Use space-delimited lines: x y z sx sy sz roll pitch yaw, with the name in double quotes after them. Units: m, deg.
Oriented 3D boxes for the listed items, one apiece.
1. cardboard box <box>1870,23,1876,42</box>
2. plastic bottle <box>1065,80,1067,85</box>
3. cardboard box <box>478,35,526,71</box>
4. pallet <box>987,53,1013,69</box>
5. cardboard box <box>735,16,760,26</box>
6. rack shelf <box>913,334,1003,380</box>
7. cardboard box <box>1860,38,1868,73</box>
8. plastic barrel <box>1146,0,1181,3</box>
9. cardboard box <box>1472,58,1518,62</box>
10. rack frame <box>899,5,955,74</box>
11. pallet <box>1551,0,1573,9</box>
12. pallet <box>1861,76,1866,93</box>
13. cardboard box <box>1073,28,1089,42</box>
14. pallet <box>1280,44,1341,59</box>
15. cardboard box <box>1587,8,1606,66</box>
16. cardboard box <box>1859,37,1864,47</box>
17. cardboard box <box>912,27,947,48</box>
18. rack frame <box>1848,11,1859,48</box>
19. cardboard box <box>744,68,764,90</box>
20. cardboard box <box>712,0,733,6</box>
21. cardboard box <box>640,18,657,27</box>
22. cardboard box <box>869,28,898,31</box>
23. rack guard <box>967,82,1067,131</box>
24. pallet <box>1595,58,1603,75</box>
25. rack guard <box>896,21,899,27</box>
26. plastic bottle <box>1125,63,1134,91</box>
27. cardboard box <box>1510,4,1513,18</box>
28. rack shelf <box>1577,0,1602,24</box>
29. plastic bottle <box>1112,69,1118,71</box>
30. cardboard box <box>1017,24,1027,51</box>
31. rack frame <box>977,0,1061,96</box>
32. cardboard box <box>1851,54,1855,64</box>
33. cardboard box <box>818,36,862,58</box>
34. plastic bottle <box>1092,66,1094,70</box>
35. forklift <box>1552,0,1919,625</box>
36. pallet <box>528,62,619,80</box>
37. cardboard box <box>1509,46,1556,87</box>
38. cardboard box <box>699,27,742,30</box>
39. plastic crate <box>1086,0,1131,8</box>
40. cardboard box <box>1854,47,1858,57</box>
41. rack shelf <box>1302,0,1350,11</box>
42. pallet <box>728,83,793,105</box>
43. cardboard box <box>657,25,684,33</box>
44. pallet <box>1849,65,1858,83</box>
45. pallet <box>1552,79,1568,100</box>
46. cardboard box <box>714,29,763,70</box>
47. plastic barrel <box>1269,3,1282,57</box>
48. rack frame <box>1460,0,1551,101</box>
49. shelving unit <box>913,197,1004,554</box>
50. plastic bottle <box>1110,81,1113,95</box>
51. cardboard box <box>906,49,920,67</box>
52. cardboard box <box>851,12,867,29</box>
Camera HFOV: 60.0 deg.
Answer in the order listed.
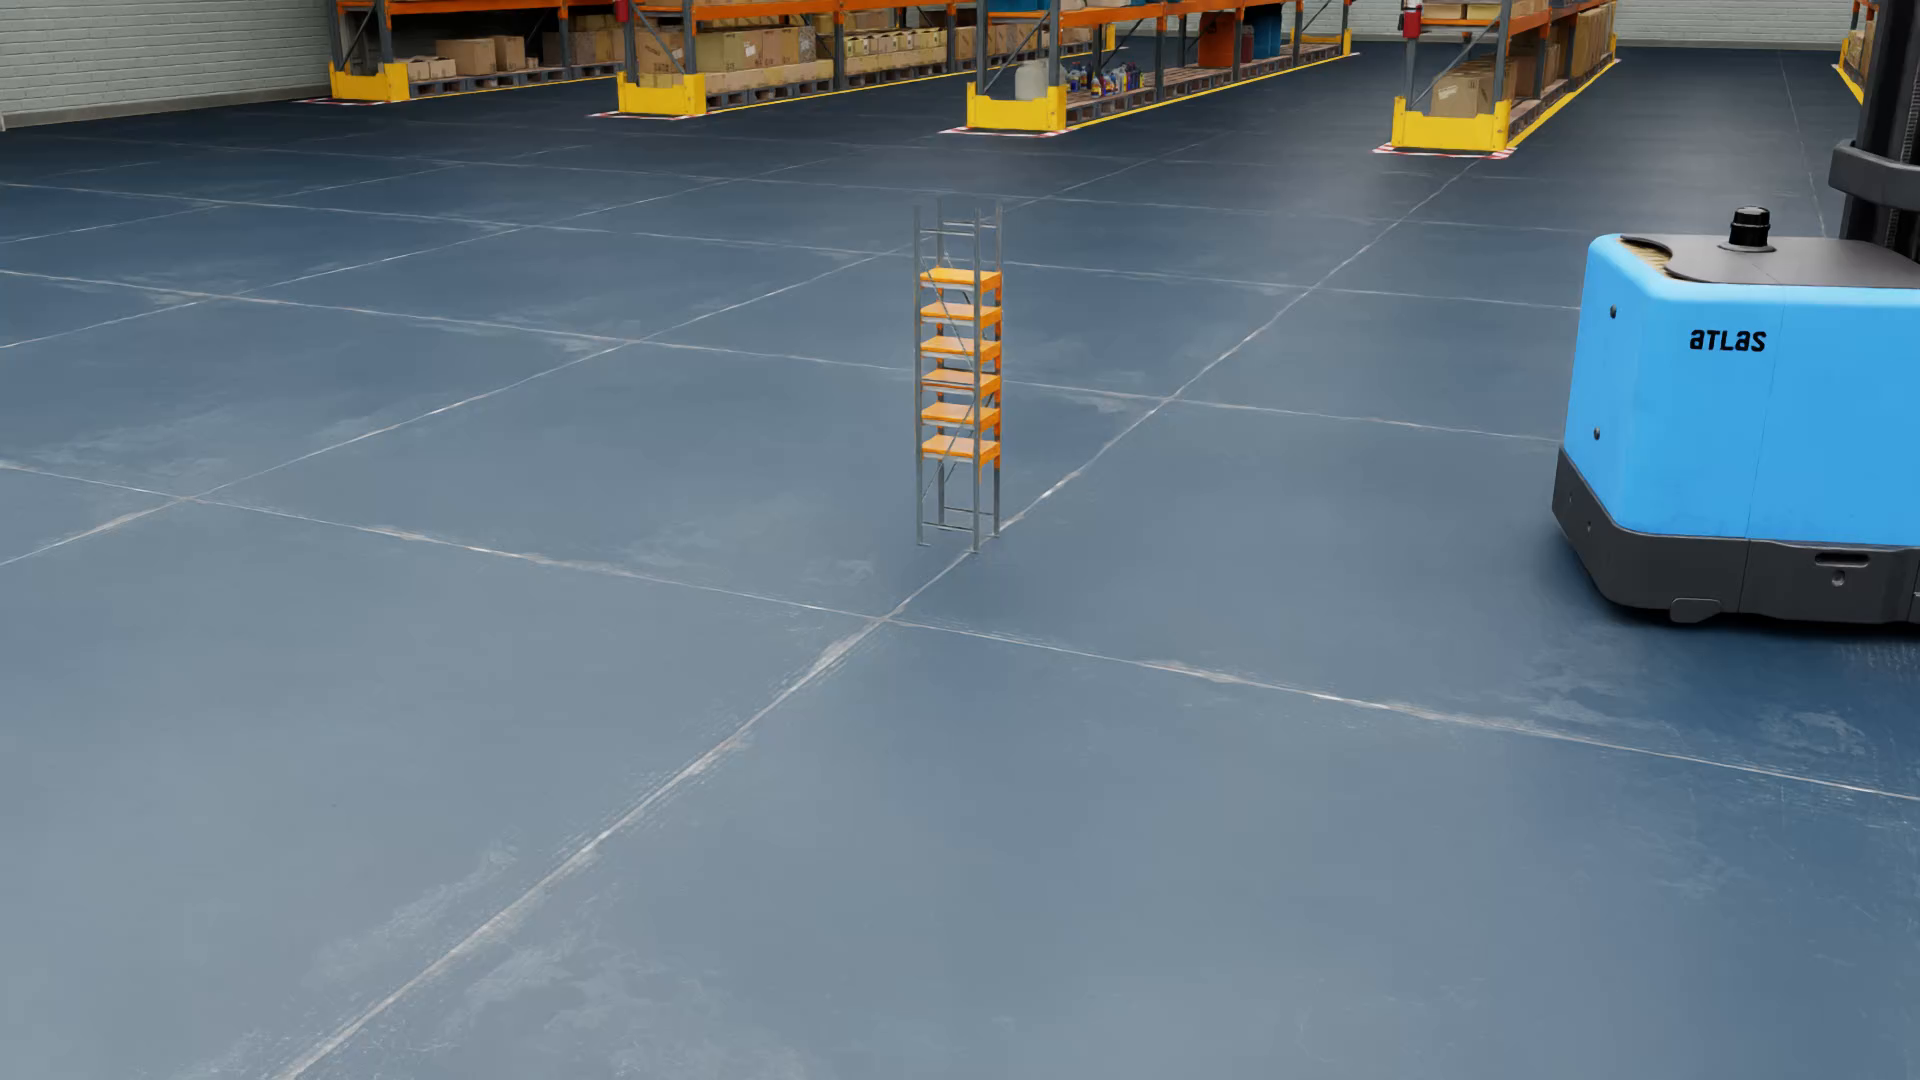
13.620 -7.419 24.339 0.500 0.250 0.500 9 22 25 "cardboard box"
1.335 -5.891 21.577 0.097 0.201 0.097 0 20 0 "plastic bottle"
-7.113 -7.565 25.839 0.500 0.500 0.500 7 21 19 "cardboard box"
0.276 -8.684 30.071 1.003 0.211 1.213 9 21 23 "pallet"
-4.301 -9.740 31.462 0.750 0.750 0.750 8 21 22 "cardboard box"
-0.006 -0.632 5.730 0.258 0.103 0.180 9 21 23 "rack shelf"
14.048 -7.384 25.360 0.500 0.500 0.500 9 22 25 "cardboard box"
2.749 -7.812 22.710 0.600 0.901 0.708 9 21 23 "plastic barrel"
6.632 -5.723 20.688 0.500 0.500 0.500 8 21 21 "cardboard box"
-0.565 -9.403 27.932 1.000 3.000 0.127 9 21 23 "rack frame"
7.278 -6.943 21.301 1.003 0.211 1.213 9 21 23 "pallet"
13.777 -6.627 24.289 1.003 0.211 1.213 9 21 23 "pallet"
2.296 -10.274 33.828 0.500 0.250 0.500 9 21 23 "cardboard box"
6.855 -9.607 32.667 1.003 0.211 1.213 9 21 23 "pallet"
9.865 -8.264 27.273 1.225 0.875 0.875 9 21 23 "cardboard box"
14.664 -7.994 26.710 0.380 0.149 0.250 8 21 22 "cardboard box"
-0.555 -8.376 27.683 0.500 0.311 0.500 9 22 24 "cardboard box"
16.230 -9.777 28.983 1.000 3.000 0.127 9 21 23 "rack frame"
-3.012 -6.299 22.682 0.500 0.250 0.500 9 21 23 "cardboard box"
-3.428 -7.307 21.888 0.700 0.500 0.500 9 22 24 "cardboard box"
-5.624 -9.071 28.955 0.500 0.250 0.500 9 21 24 "cardboard box"
-1.255 -8.288 27.437 0.500 0.311 0.500 8 21 21 "cardboard box"
0.664 -5.128 19.643 1.175 0.500 0.348 9 21 23 "rack guard"
10.491 -8.173 28.636 1.003 0.211 1.213 9 21 23 "pallet"
-1.800 -11.357 37.156 1.175 0.500 0.348 9 21 23 "rack guard"
2.235 -6.163 22.120 0.144 0.351 0.185 7 21 20 "plastic bottle"
5.649 -5.607 17.633 0.380 0.149 0.250 9 21 23 "cardboard box"
9.290 -8.315 25.946 1.077 0.370 4.000 9 21 23 "rack shelf"
2.089 -6.141 22.168 0.152 0.276 0.135 9 21 23 "plastic bottle"
0.922 -9.315 30.759 0.500 0.500 0.500 9 21 23 "cardboard box"
0.676 -6.277 19.141 1.000 3.000 0.127 9 21 23 "rack frame"
14.866 -7.891 27.310 0.380 0.149 0.250 9 21 23 "cardboard box"
-1.807 -7.439 25.049 0.500 0.311 0.500 9 21 23 "cardboard box"
1.774 -6.272 22.527 0.061 0.283 0.133 9 21 23 "plastic bottle"
3.593 -1.207 4.988 3.031 2.935 1.130 3 20 8 "forklift"
-6.407 -7.783 27.539 1.003 0.211 1.213 9 21 23 "pallet"
7.773 -6.519 22.896 0.700 0.500 0.500 11 22 27 "cardboard box"
-3.291 -6.878 23.190 0.500 0.500 0.500 9 21 23 "cardboard box"
1.880 -6.844 21.130 0.530 0.136 0.437 9 21 23 "plastic crate"
14.624 -7.857 26.770 0.380 0.149 0.250 8 21 21 "cardboard box"
6.409 -10.217 31.296 1.077 0.370 4.000 9 21 23 "rack shelf"
-3.065 -6.255 23.241 1.003 0.211 1.213 9 21 23 "pallet"
-5.334 -8.884 29.546 0.700 0.500 0.500 9 21 23 "cardboard box"
14.835 -7.450 26.603 1.003 0.211 1.213 9 21 23 "pallet"
8.149 -6.490 23.903 1.003 0.211 1.213 9 21 23 "pallet"
-3.023 -6.654 22.560 0.500 0.500 0.500 9 21 23 "cardboard box"
5.352 -8.990 29.276 0.600 0.901 0.708 9 21 23 "plastic barrel"
6.833 -6.820 20.668 1.000 3.000 0.127 9 21 23 "rack frame"
-0.006 -0.561 5.755 0.258 1.200 0.189 9 21 23 "shelving unit"
1.925 -5.842 21.440 0.097 0.201 0.097 0 20 0 "plastic bottle"
-0.975 -7.800 26.900 0.500 0.250 0.500 9 22 24 "cardboard box"
-2.416 -11.013 35.562 0.700 0.500 0.500 8 21 21 "cardboard box"
